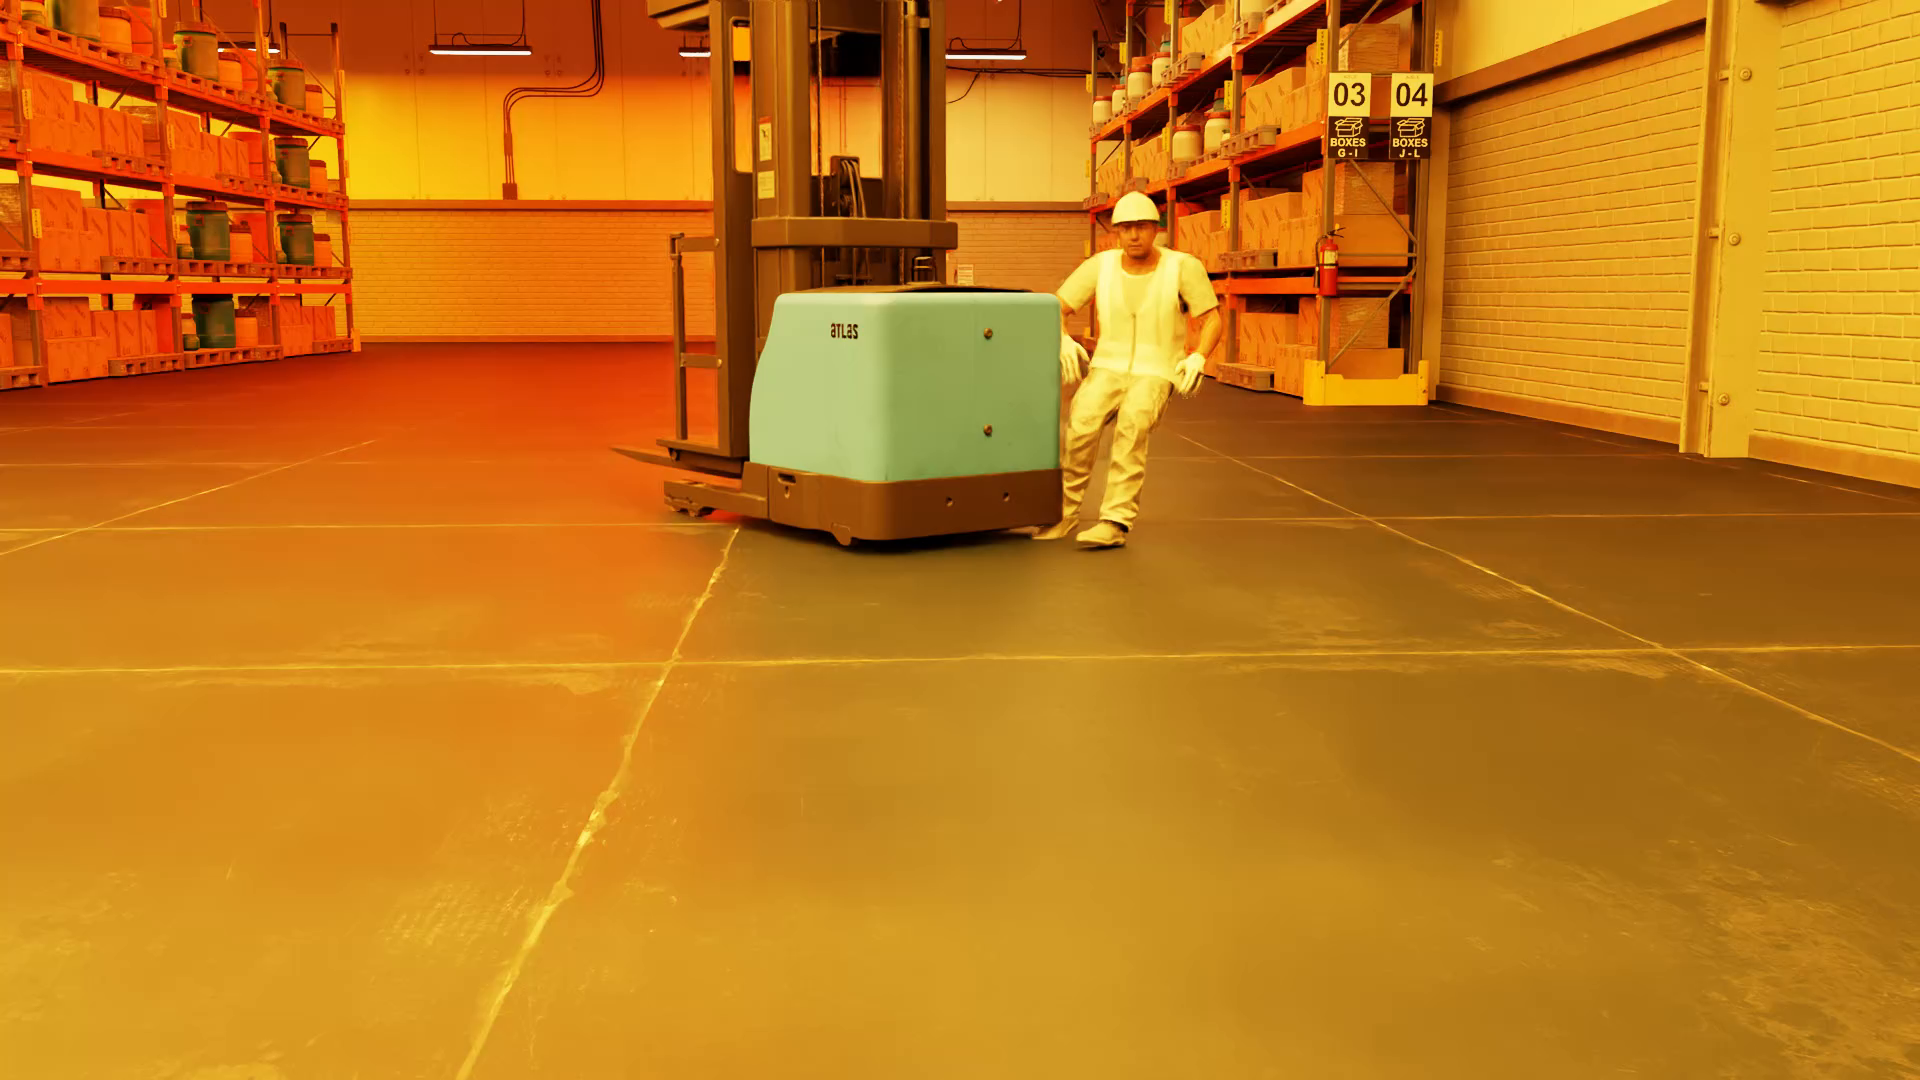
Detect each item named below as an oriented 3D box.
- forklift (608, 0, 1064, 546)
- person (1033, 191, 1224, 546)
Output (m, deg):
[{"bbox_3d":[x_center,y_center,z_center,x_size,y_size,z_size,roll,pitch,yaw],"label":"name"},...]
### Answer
[{"bbox_3d":[-0.809,-1.596,8.079,1.130,2.935,3.031,-6,10,-35],"label":"forklift"},{"bbox_3d":[0.726,-0.735,7.278,0.805,1.569,0.897,2,9,13],"label":"person"}]
